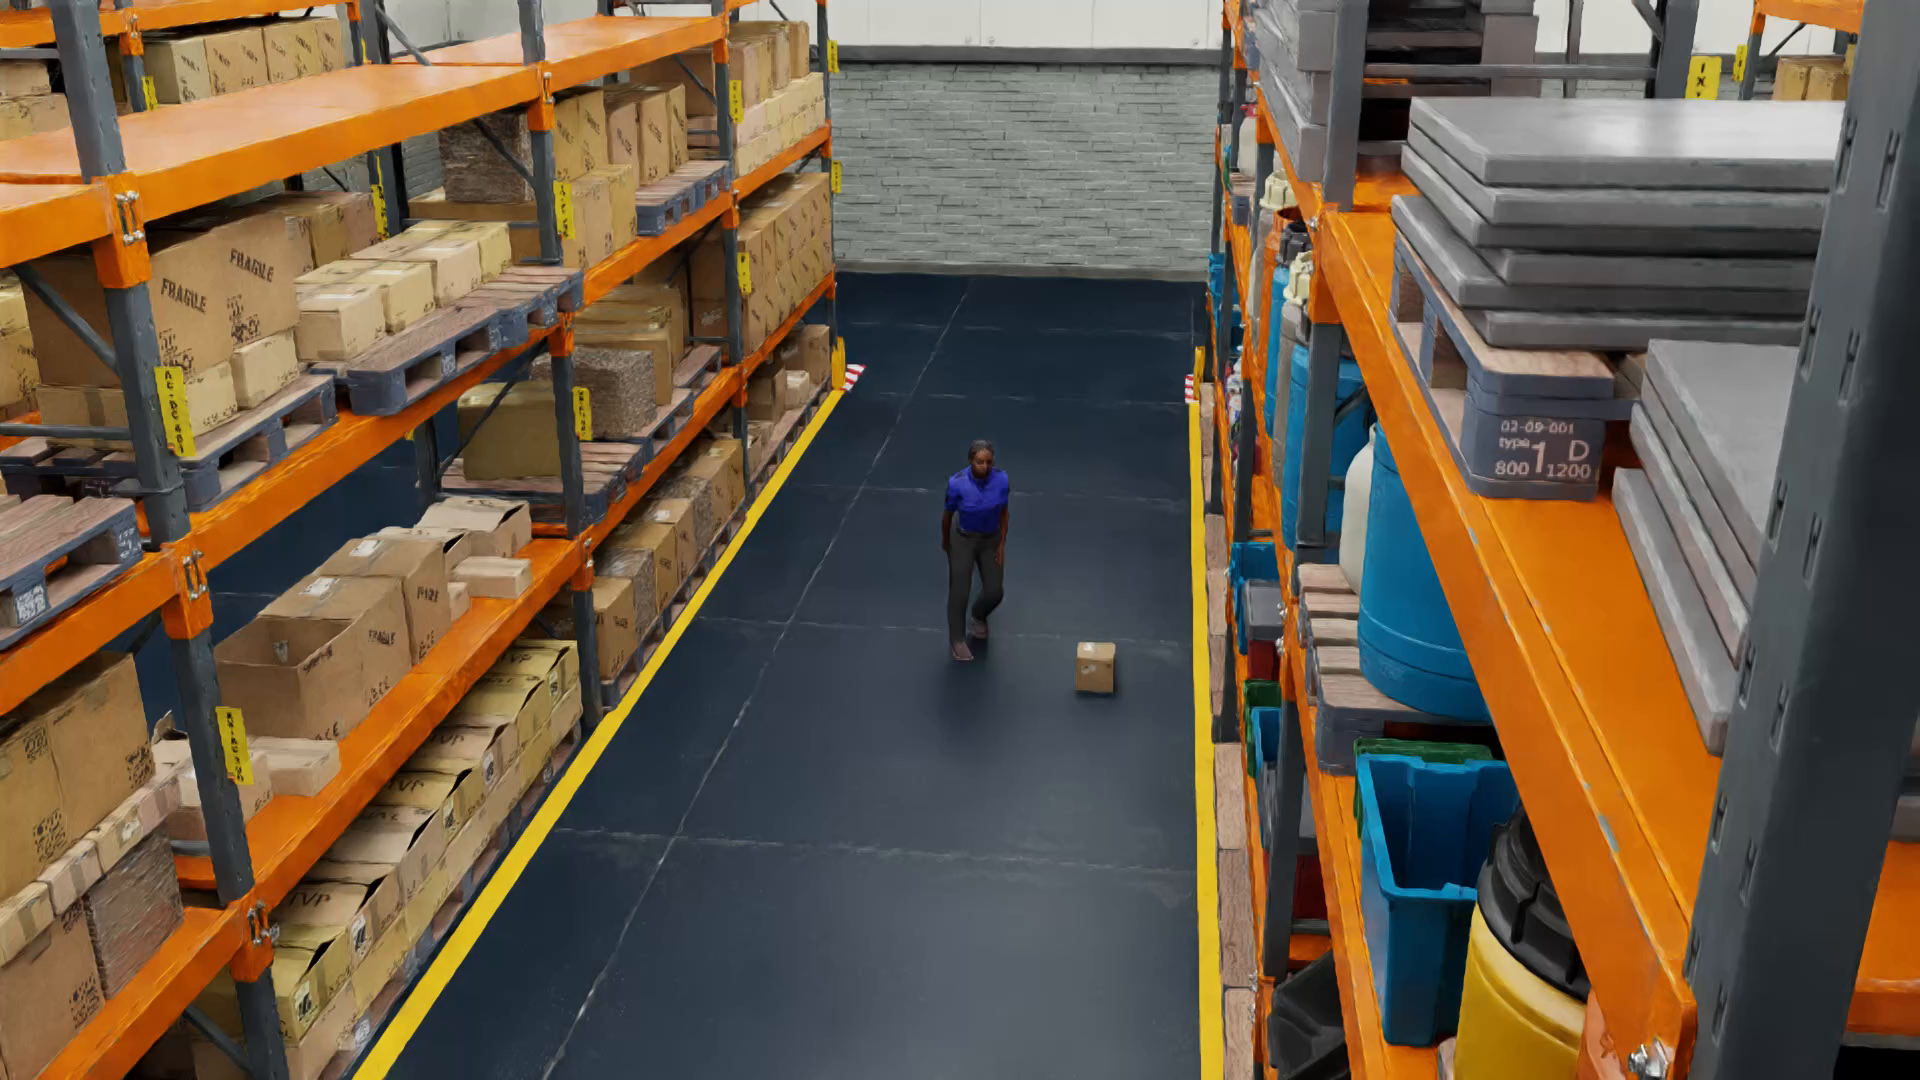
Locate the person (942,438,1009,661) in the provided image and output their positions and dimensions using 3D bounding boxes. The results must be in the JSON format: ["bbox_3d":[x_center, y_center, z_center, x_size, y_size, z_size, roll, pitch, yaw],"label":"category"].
[{"bbox_3d":[0.096,0.025,11.456,0.448,1.636,0.615,-6,22,-15],"label":"person"}]
